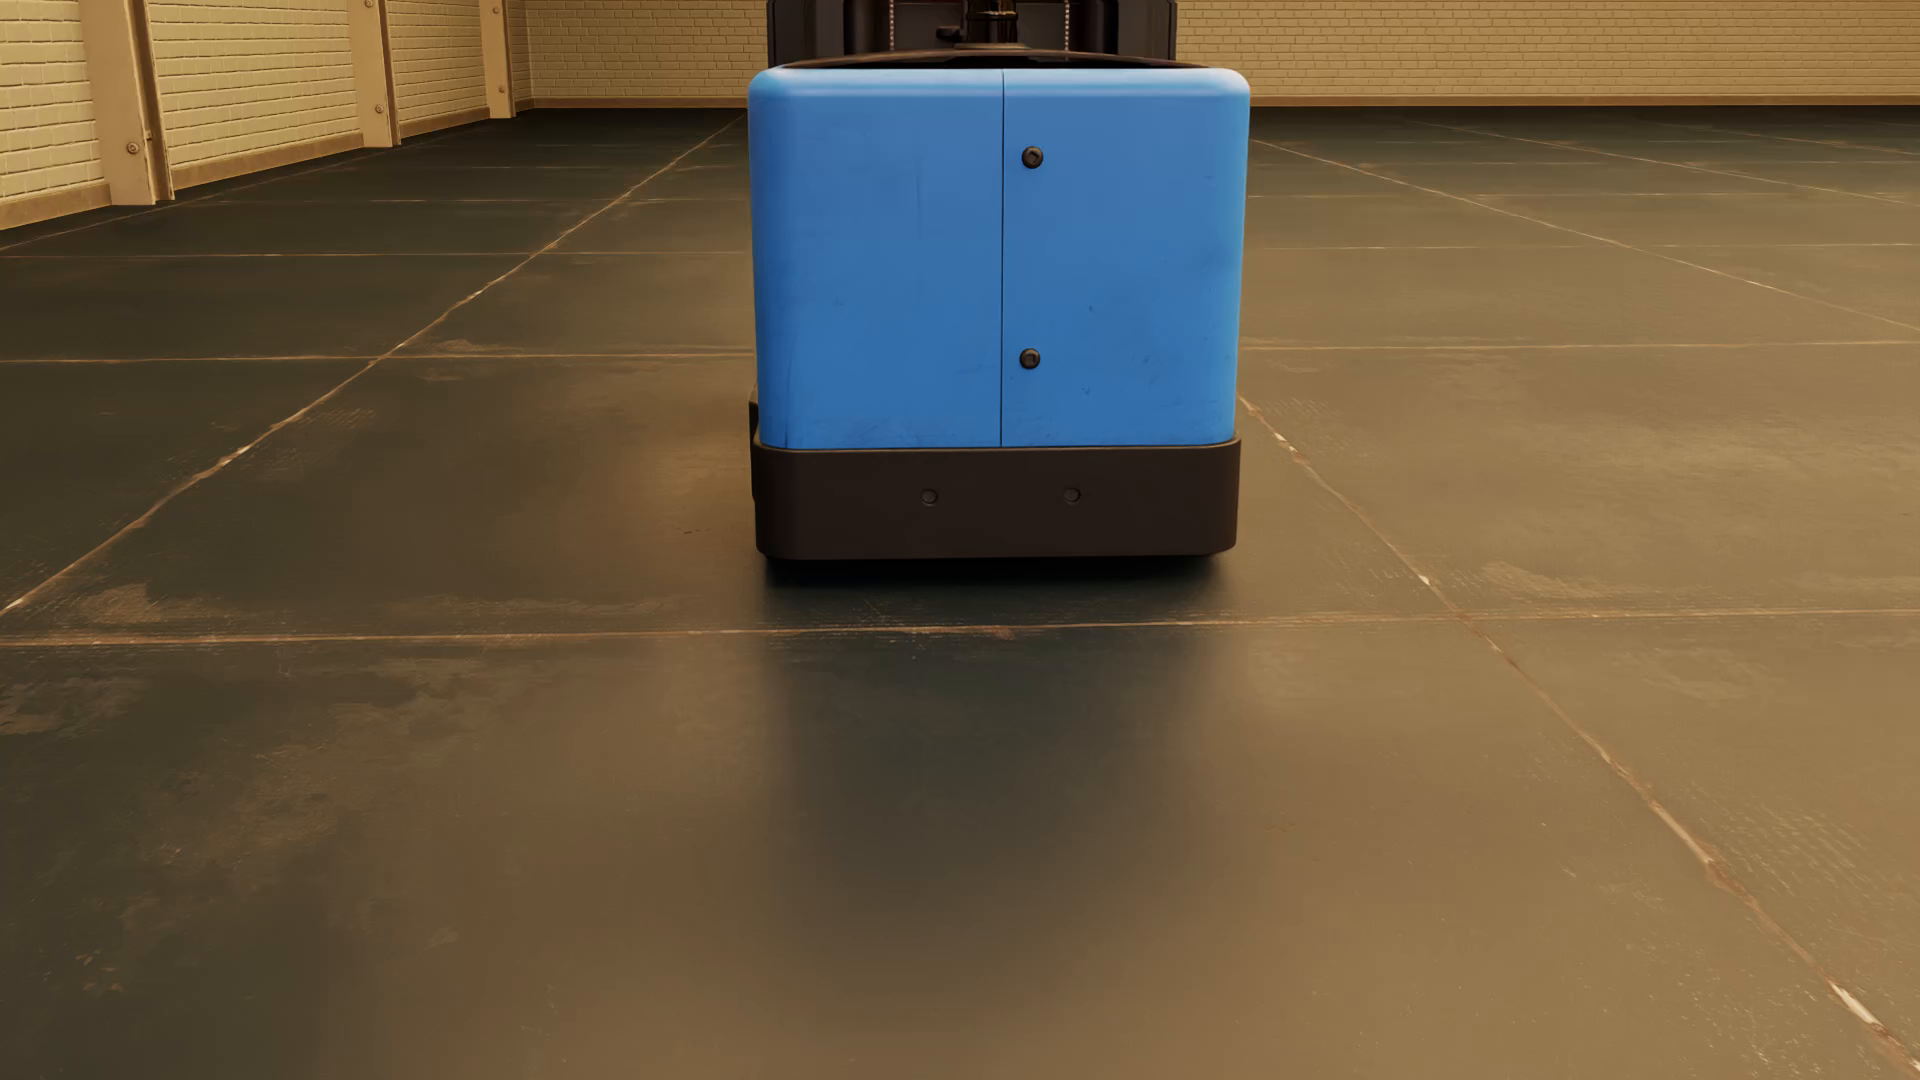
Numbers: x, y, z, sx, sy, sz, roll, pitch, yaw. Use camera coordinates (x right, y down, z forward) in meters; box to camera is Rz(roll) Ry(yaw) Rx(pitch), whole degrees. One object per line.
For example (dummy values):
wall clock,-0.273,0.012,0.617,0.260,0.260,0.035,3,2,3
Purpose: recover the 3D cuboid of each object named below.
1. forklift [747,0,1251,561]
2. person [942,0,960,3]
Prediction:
forklift,0.020,-1.736,4.584,1.130,2.935,3.031,-1,17,-2
person,0.120,-1.064,4.743,0.702,1.544,0.679,15,22,40
